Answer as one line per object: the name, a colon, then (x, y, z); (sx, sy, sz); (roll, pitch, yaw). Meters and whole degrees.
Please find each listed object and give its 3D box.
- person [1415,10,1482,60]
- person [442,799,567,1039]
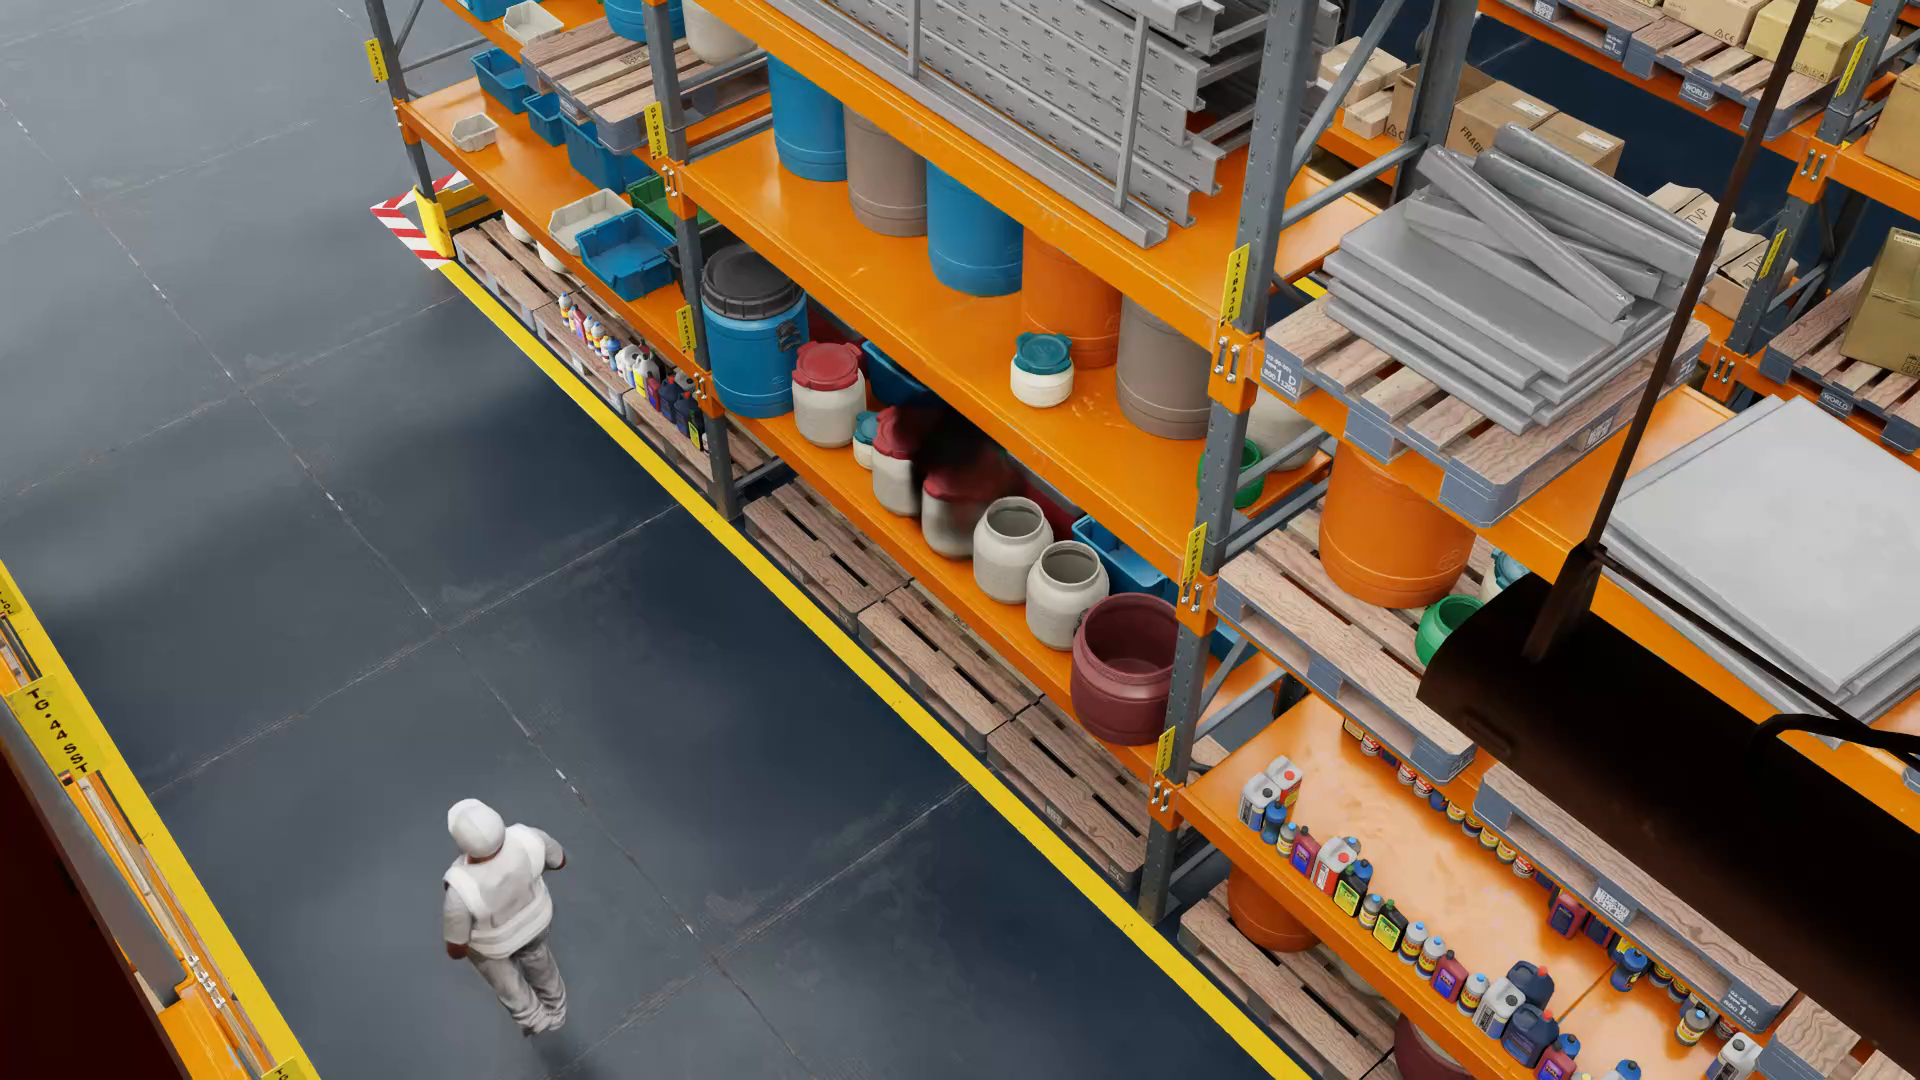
person: (4.160, -4.470, 14.066); (0.572, 1.663, 0.563); (31, 54, 26)
person: (-2.142, 1.728, 7.747); (0.659, 1.770, 0.567); (-35, 56, -29)
